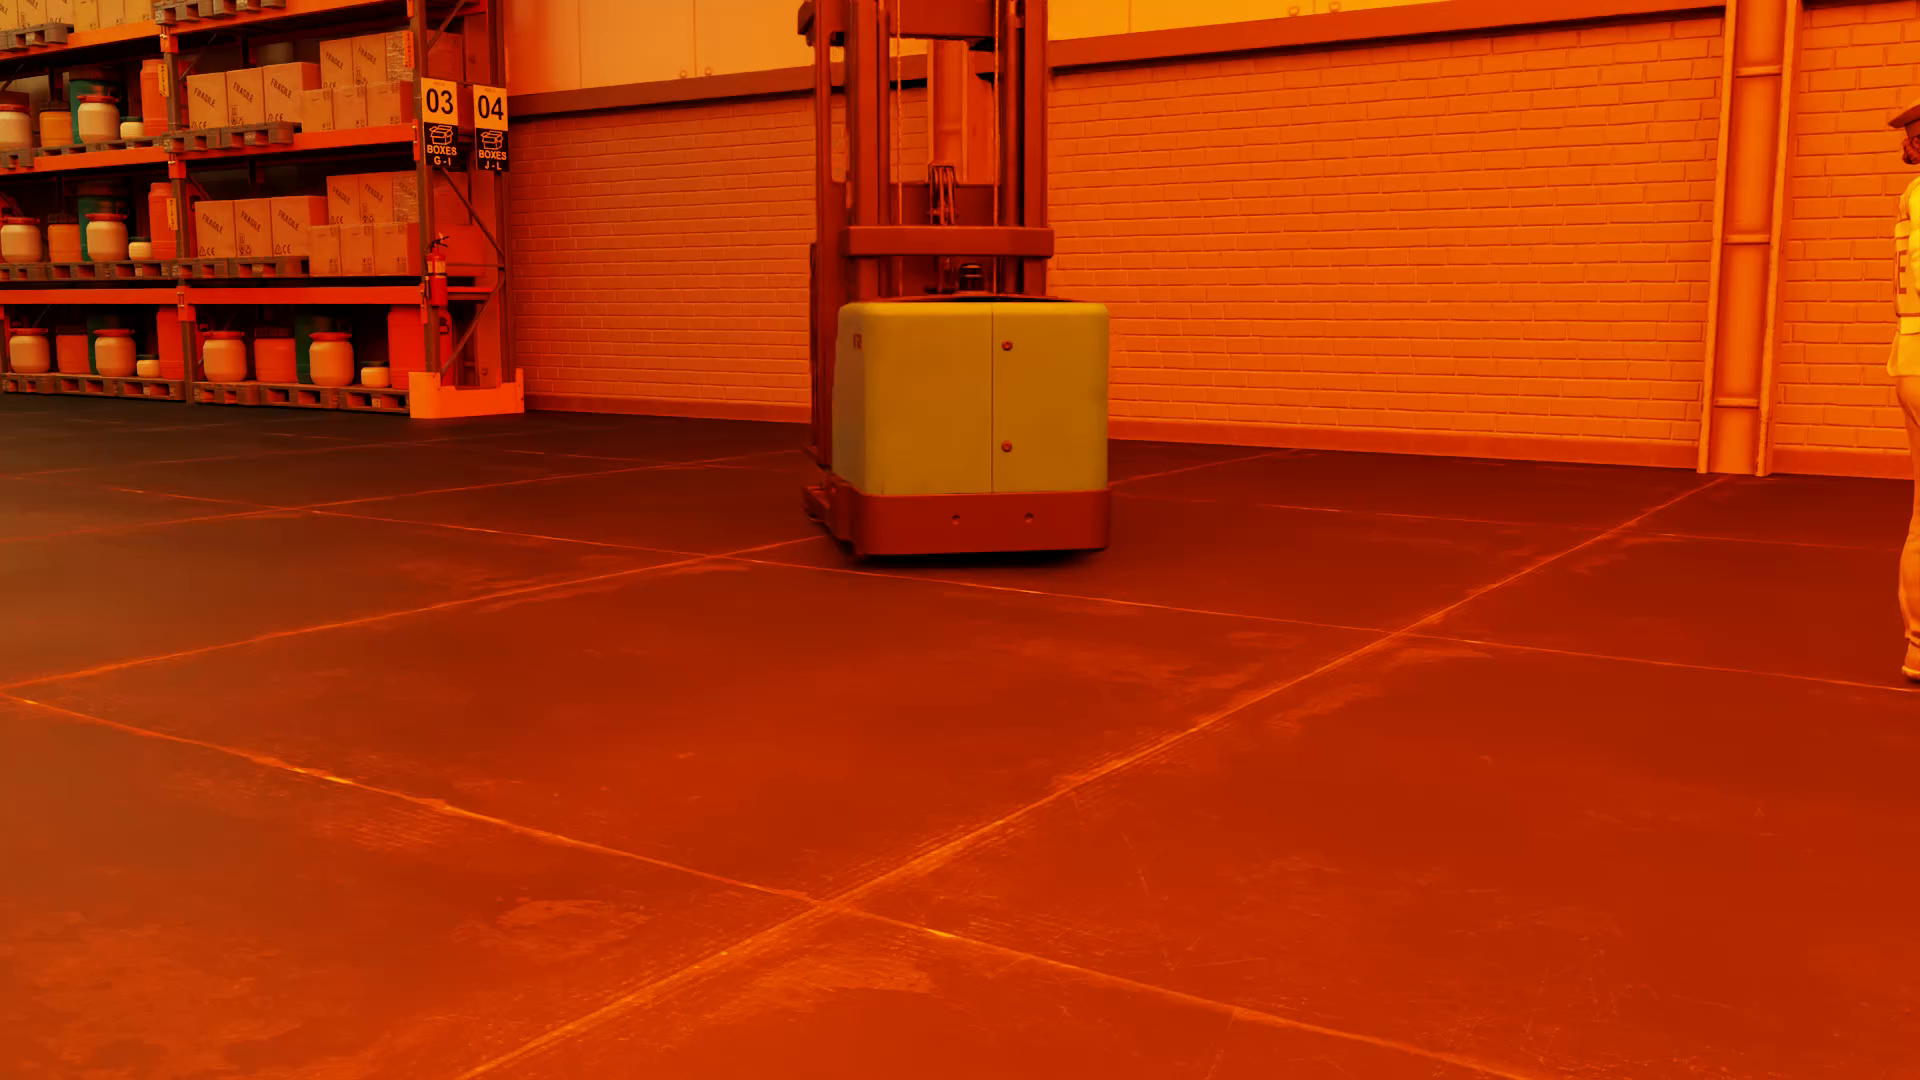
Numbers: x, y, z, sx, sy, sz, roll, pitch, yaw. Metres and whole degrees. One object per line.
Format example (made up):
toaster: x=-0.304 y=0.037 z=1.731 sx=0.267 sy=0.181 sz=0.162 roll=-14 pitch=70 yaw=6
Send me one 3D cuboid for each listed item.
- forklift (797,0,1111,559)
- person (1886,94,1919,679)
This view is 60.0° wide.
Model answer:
forklift: x=-0.184 y=-1.539 z=8.018 sx=1.130 sy=2.935 sz=3.031 roll=-2 pitch=8 yaw=-12
person: x=2.806 y=-0.433 z=4.579 sx=0.532 sy=1.695 sz=0.586 roll=4 pitch=9 yaw=25
